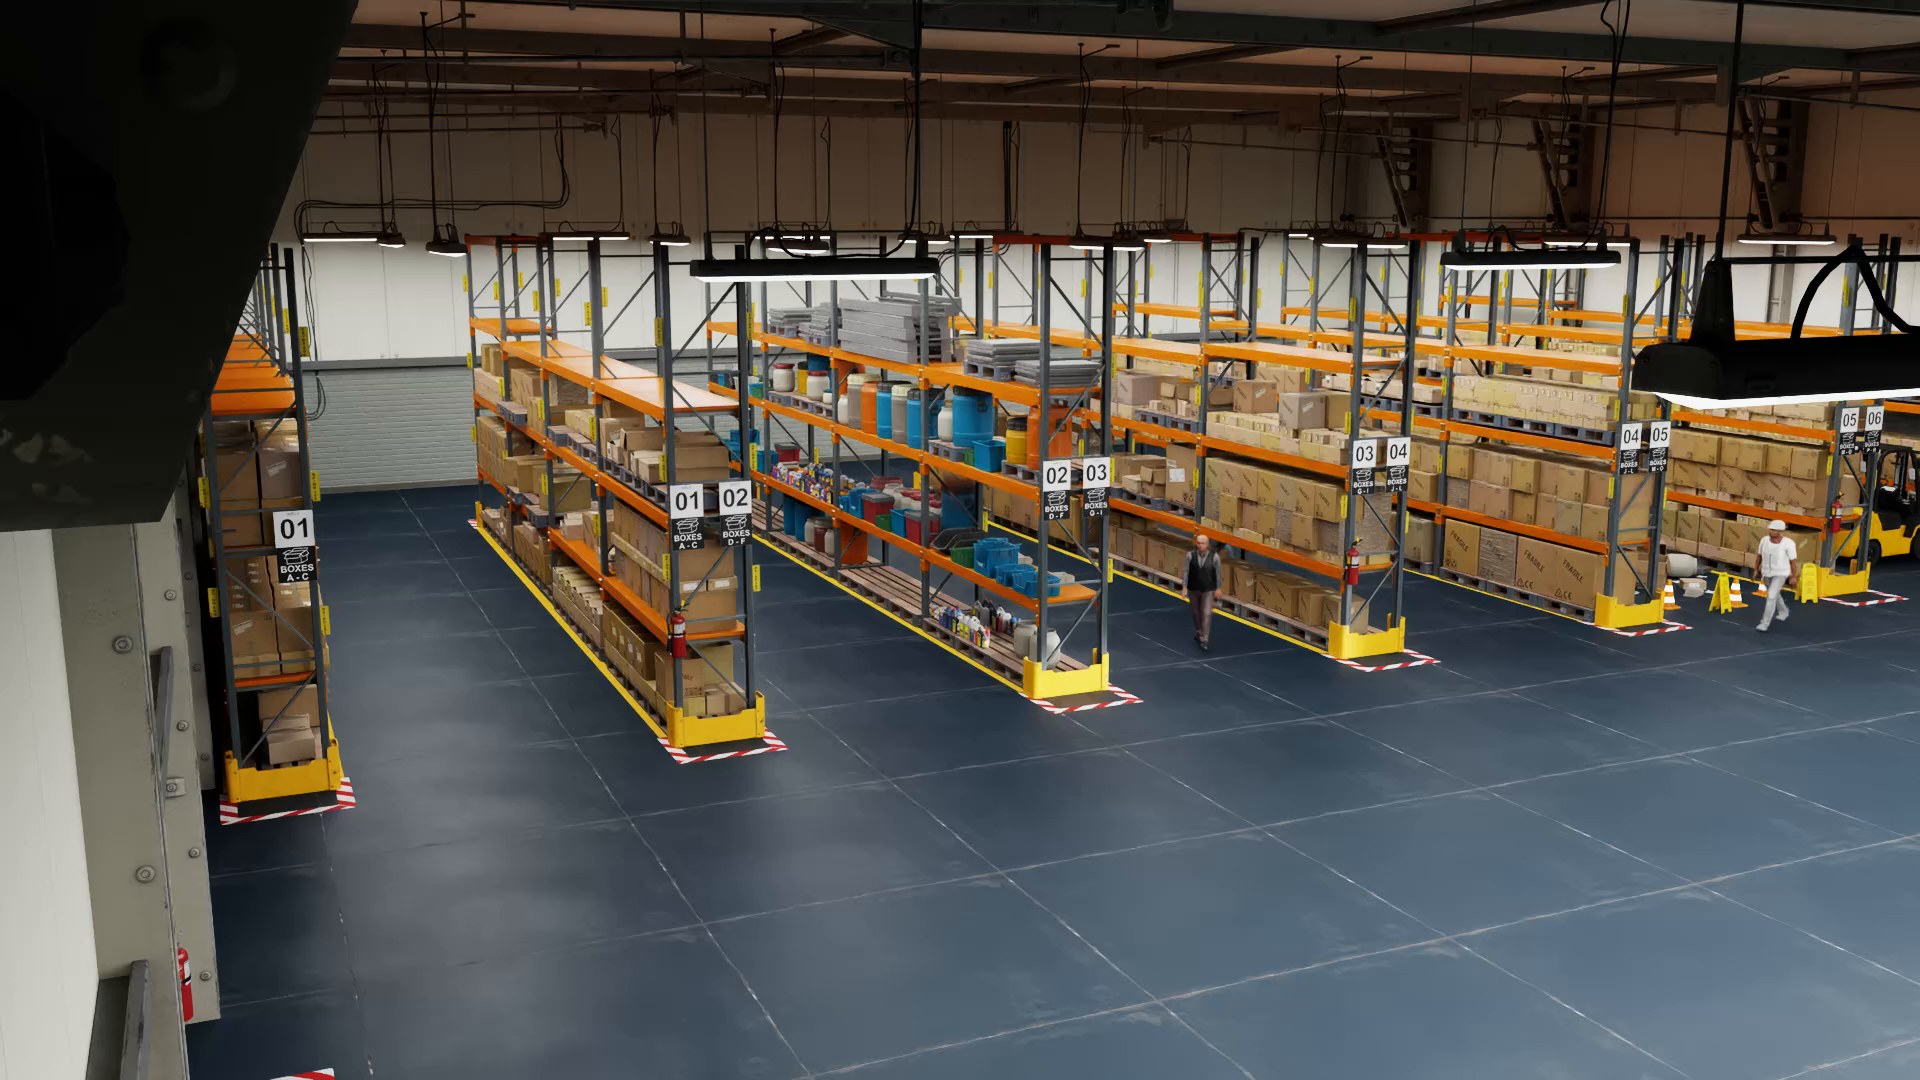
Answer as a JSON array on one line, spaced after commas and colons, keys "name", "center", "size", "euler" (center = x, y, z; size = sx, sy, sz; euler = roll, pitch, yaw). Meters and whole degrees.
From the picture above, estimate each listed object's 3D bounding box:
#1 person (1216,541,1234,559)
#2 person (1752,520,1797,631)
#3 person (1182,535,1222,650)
[{"name": "person", "center": [4.916, -0.332, 30.272], "size": [0.560, 1.708, 1.085], "euler": [-5, 12, -23]}, {"name": "person", "center": [12.695, 0.525, 25.891], "size": [1.040, 1.724, 0.617], "euler": [-7, 13, -33]}, {"name": "person", "center": [3.574, 0.753, 24.750], "size": [0.566, 1.664, 1.021], "euler": [4, 12, 22]}]
